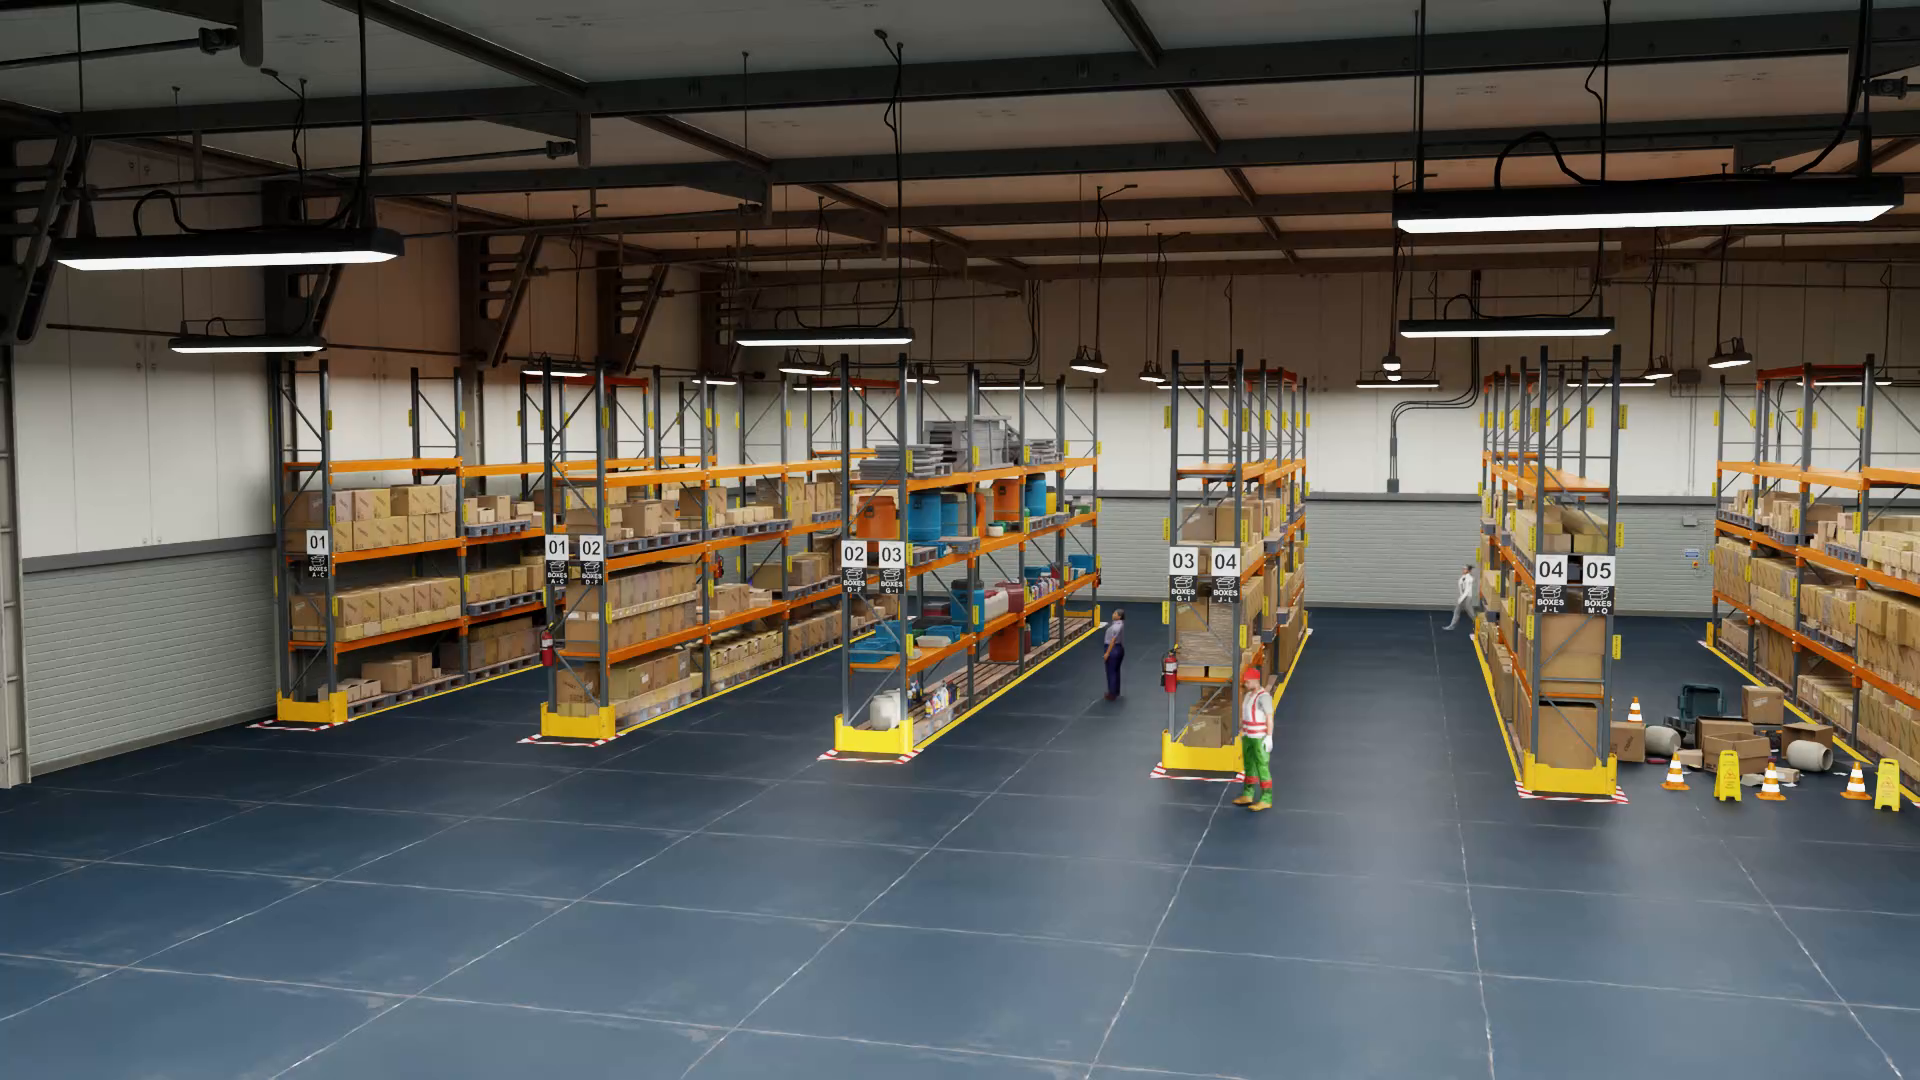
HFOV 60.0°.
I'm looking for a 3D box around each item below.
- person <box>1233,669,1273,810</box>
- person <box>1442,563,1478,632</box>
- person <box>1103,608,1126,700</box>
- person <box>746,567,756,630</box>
[{"bbox_3d":[3.788,2.552,21.548,0.408,1.783,0.604,-2,4,-22],"label":"person"},{"bbox_3d":[11.892,1.352,39.243,0.973,1.627,0.574,1,4,19],"label":"person"},{"bbox_3d":[2.727,2.039,29.917,0.488,1.632,0.558,2,5,31],"label":"person"},{"bbox_3d":[-4.775,1.476,38.076,0.628,1.498,1.028,1,4,16],"label":"person"}]
